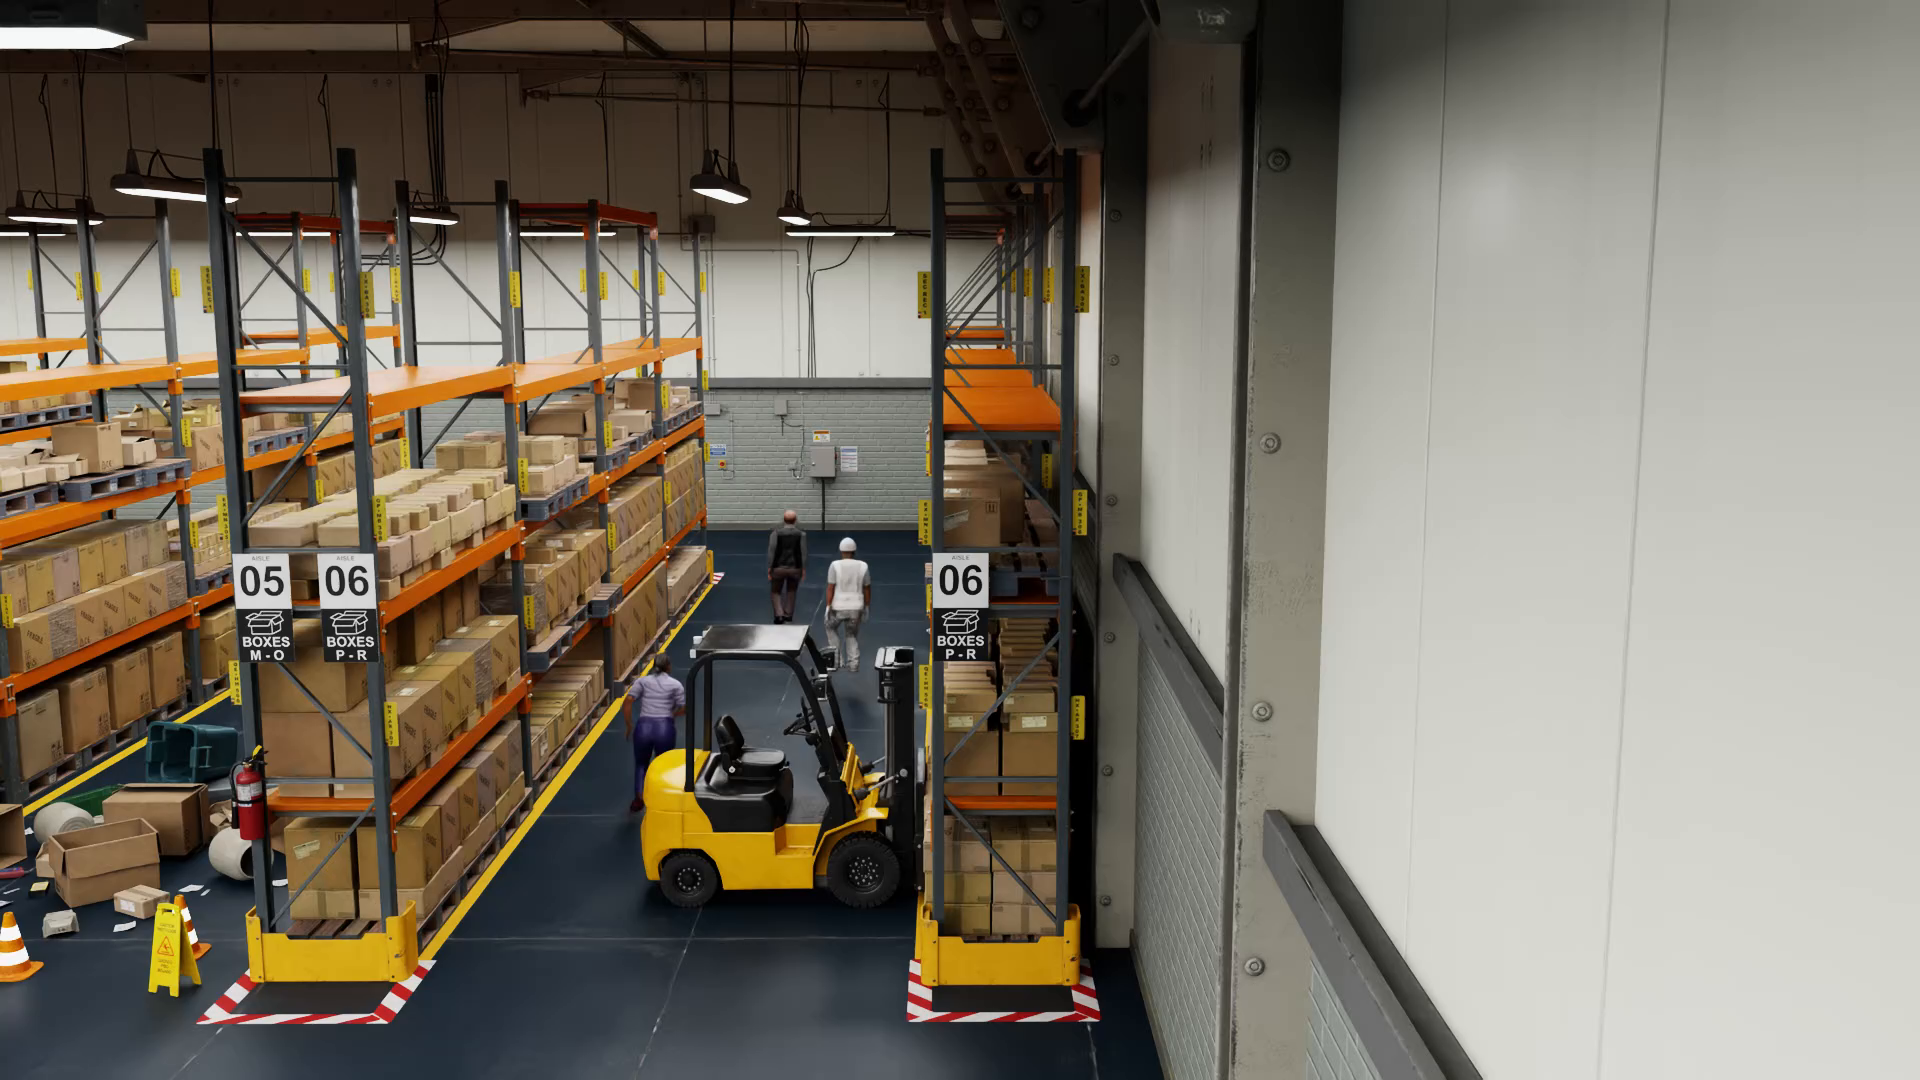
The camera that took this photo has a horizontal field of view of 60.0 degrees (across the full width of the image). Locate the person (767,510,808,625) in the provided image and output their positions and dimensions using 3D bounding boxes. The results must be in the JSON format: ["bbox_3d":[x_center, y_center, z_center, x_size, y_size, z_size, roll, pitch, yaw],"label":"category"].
[{"bbox_3d":[-2.434,0.412,23.491,0.569,1.682,0.536,-1,9,-5],"label":"person"}]

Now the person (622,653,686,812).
[{"bbox_3d":[-2.926,1.869,16.047,0.604,1.538,0.717,0,9,1],"label":"person"}]

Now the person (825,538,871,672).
[{"bbox_3d":[-1.403,0.821,20.650,0.609,1.687,0.642,-3,10,-17],"label":"person"}]
